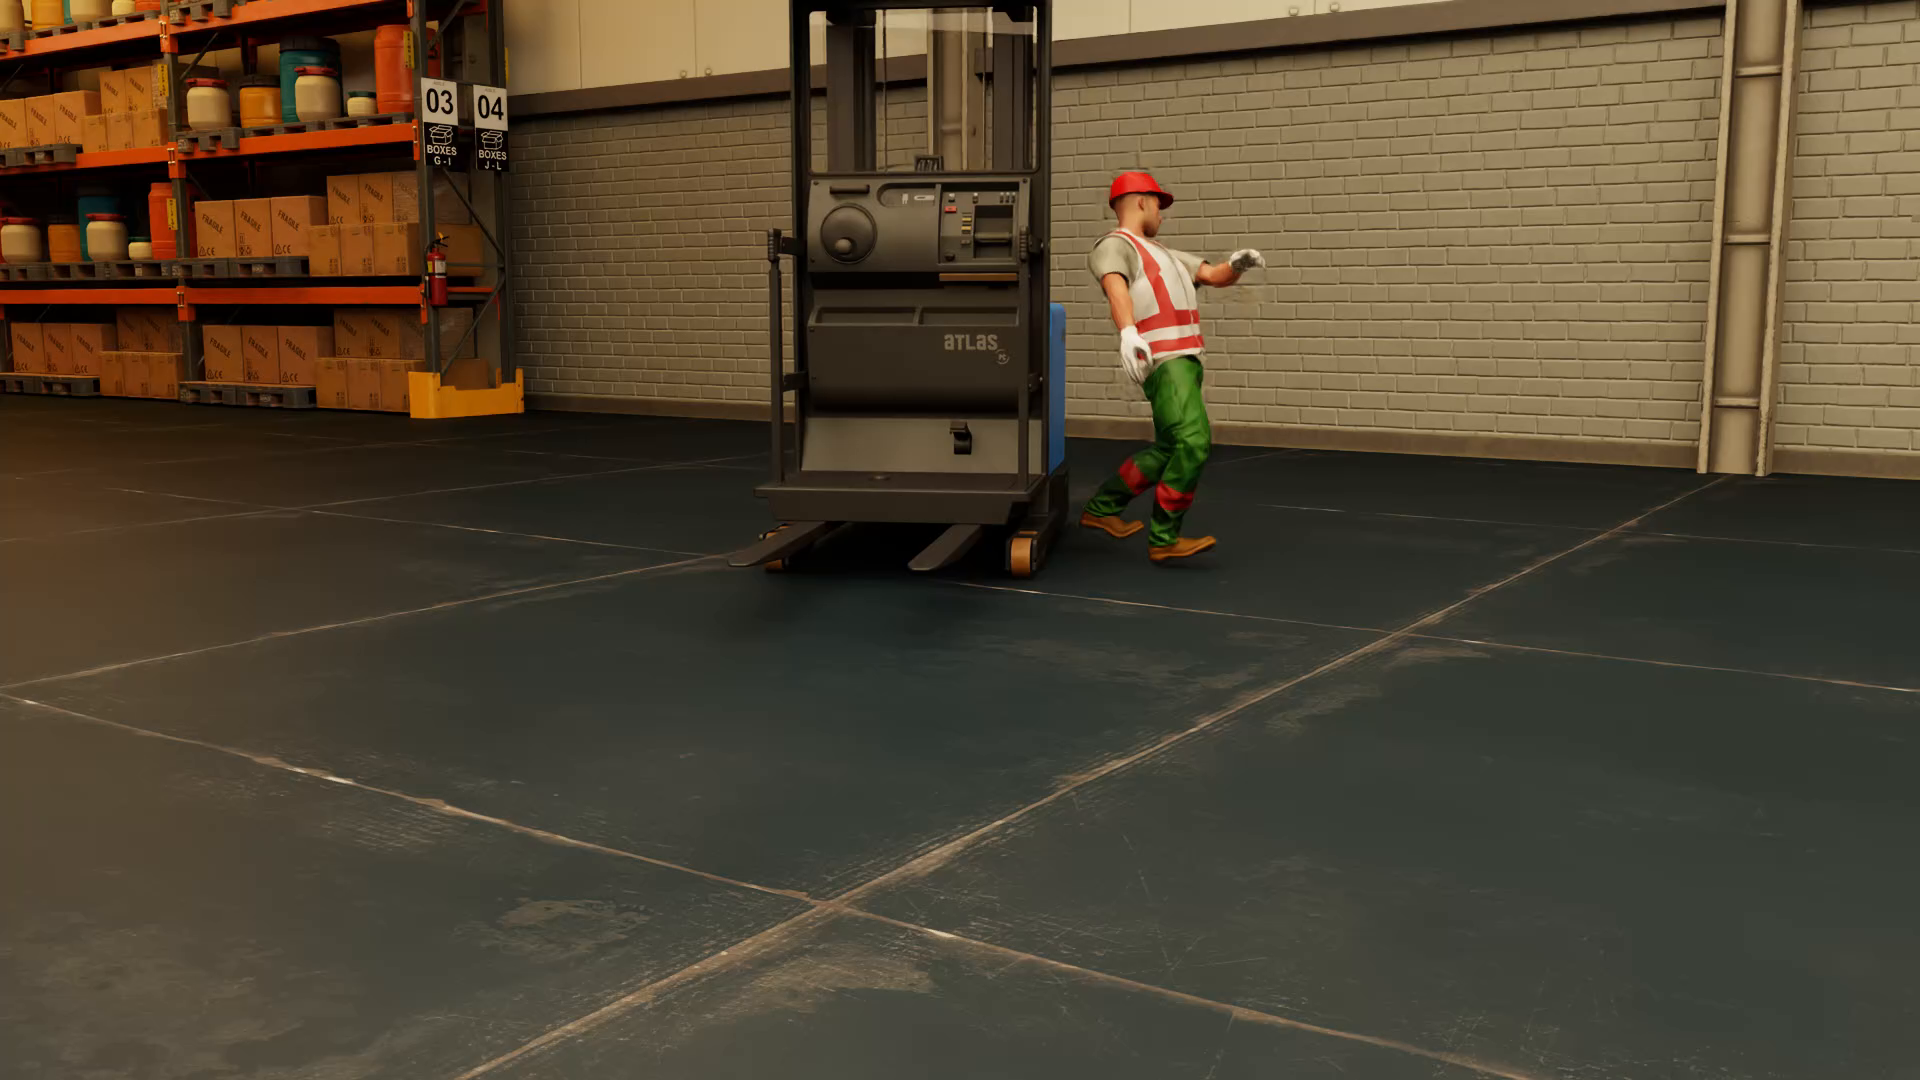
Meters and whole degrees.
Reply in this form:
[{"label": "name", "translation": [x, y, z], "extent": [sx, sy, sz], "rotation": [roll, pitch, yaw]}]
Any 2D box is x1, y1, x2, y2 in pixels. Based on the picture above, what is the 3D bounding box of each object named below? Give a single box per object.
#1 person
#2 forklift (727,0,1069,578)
[{"label": "person", "translation": [0.819, -0.714, 6.824], "extent": [0.855, 1.602, 0.863], "rotation": [3, 9, 20]}, {"label": "forklift", "translation": [-0.202, -1.353, 6.709], "extent": [1.130, 2.935, 3.031], "rotation": [1, 8, 9]}]
